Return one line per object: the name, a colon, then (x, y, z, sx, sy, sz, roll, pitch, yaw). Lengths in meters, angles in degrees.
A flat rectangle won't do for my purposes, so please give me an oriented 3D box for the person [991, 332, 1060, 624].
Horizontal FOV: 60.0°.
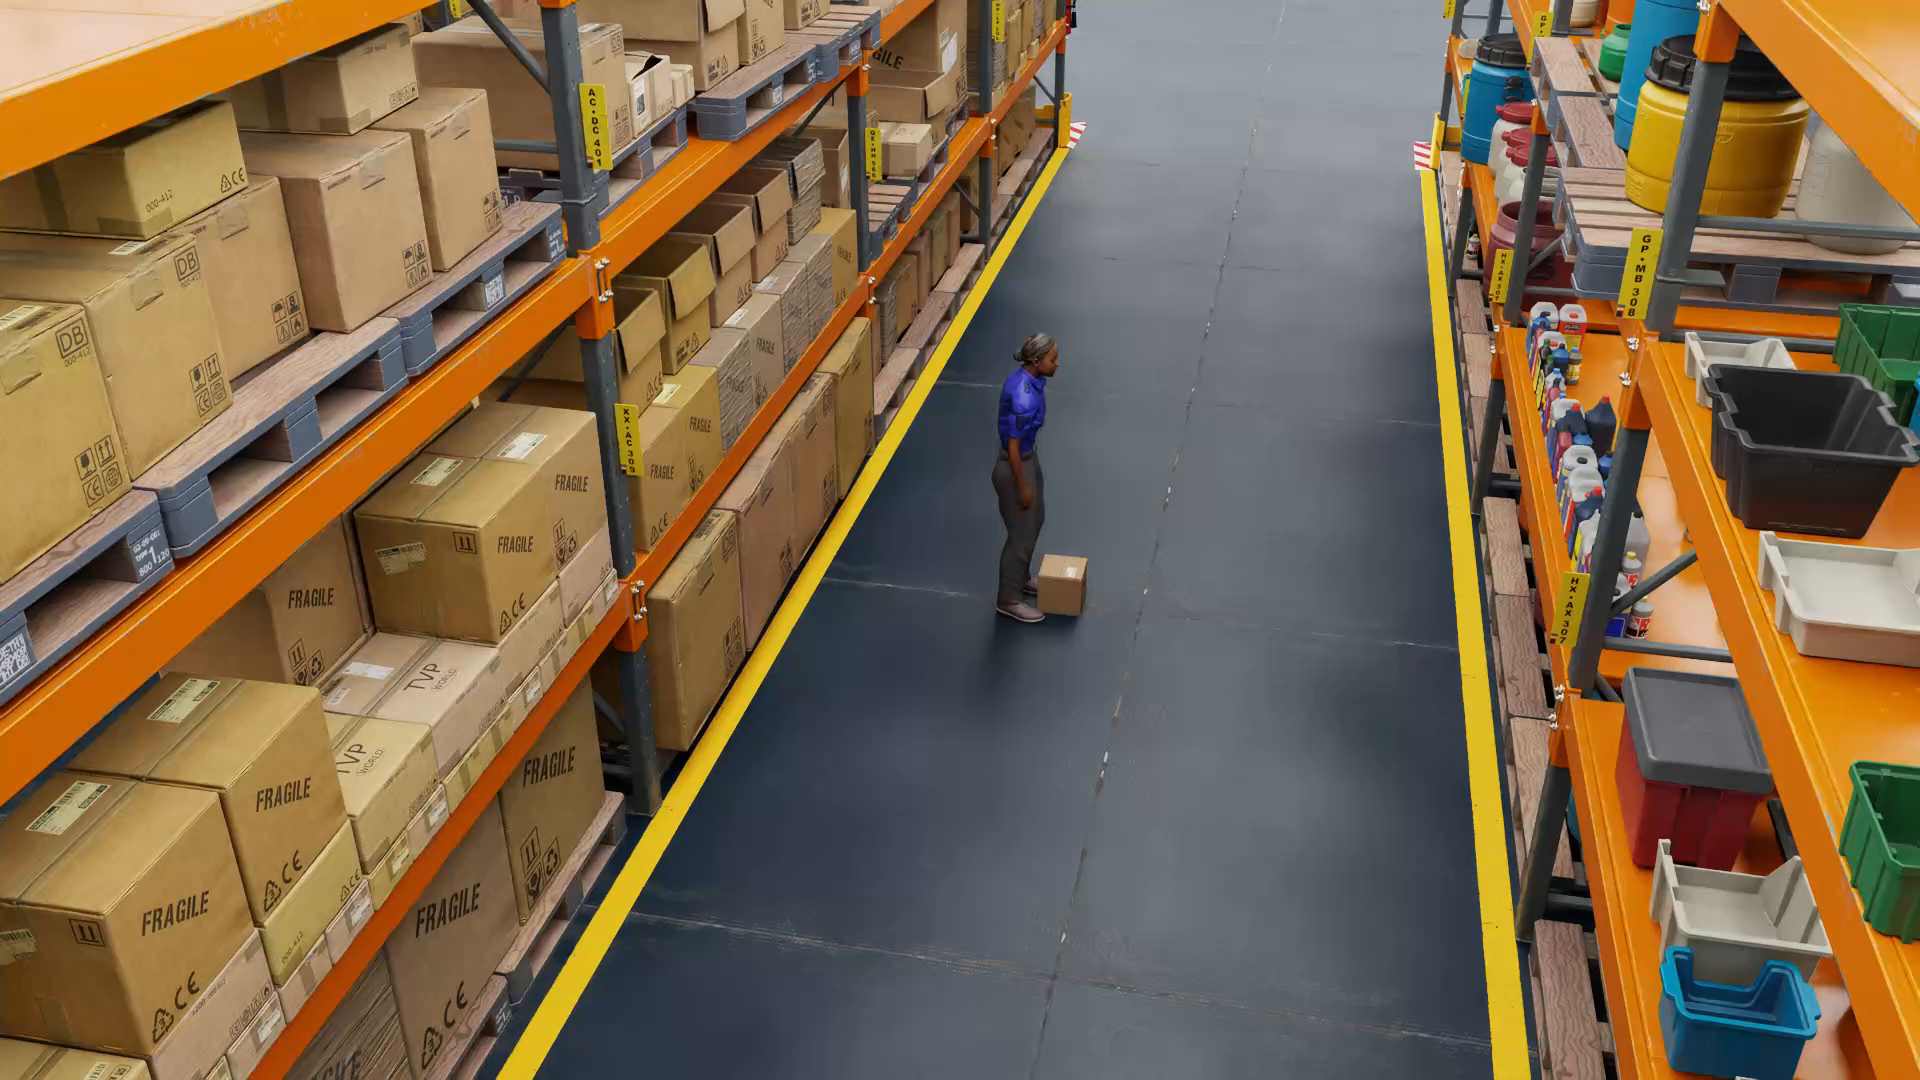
person: (0.361, -0.375, 9.295, 0.351, 1.654, 0.531, 5, 29, 8)
